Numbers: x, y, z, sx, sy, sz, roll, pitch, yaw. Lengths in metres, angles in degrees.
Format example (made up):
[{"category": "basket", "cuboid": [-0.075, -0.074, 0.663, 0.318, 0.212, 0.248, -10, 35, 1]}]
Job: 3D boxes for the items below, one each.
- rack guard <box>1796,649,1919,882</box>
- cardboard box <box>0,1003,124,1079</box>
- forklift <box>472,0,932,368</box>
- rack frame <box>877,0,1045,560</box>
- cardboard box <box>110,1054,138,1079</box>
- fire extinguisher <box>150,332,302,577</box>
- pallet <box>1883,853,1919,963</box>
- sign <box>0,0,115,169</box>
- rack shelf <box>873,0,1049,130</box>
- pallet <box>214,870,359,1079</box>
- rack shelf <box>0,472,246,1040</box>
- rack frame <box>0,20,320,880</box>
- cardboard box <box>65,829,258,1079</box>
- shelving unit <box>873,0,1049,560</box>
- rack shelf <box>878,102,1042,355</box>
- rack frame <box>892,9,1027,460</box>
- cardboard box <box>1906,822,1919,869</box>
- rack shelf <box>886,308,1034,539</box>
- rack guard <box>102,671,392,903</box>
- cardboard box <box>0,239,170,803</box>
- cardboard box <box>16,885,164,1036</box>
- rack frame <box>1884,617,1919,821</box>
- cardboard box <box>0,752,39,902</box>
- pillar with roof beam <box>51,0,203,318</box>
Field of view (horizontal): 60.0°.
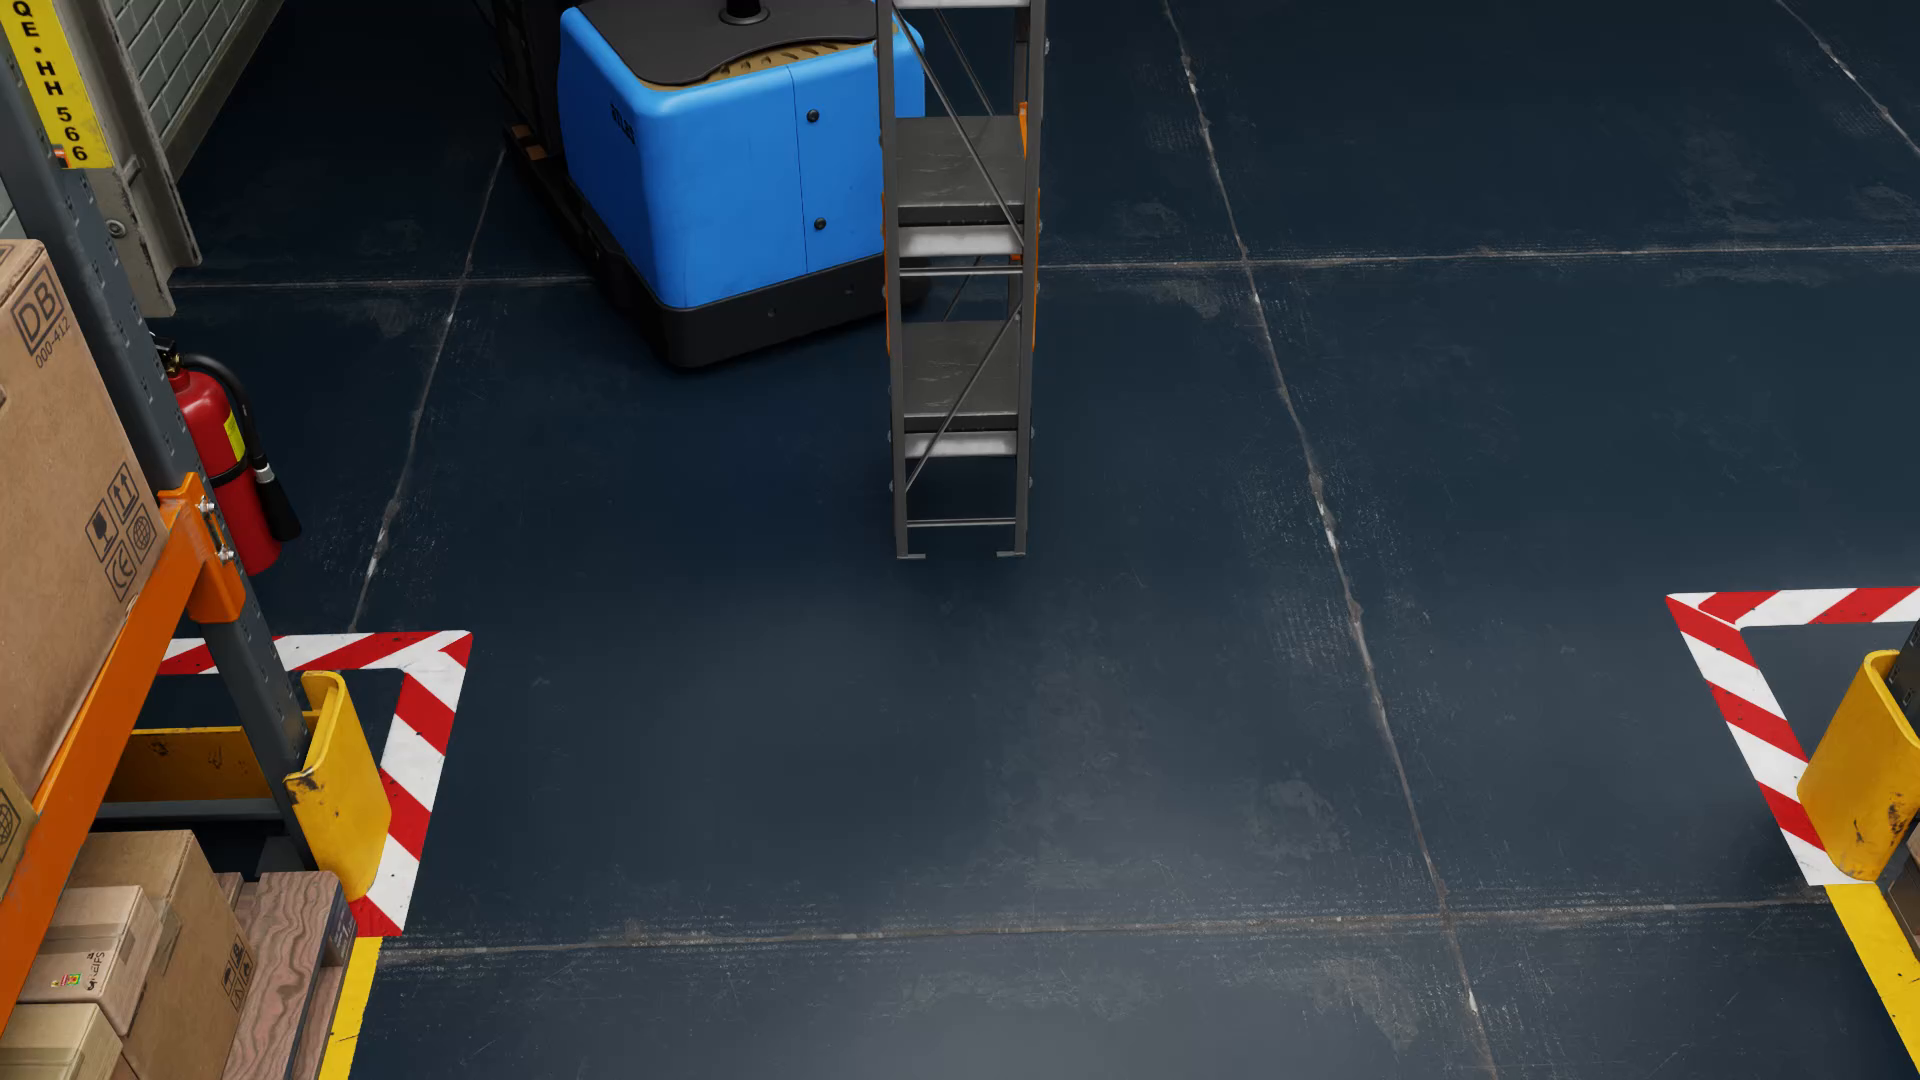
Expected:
[{"category": "rack guard", "cuboid": [2.853, 0.565, 4.263, 1.175, 0.500, 0.348, -2, 43, -2]}, {"category": "cardboard box", "cuboid": [-1.770, 0.988, 3.011, 0.380, 0.149, 0.250, -1, 43, -1]}, {"category": "forklift", "cuboid": [-1.249, -2.669, 5.993, 1.130, 2.935, 3.031, -20, 46, -21]}, {"category": "rack frame", "cuboid": [0.003, -0.721, 4.483, 0.400, 2.100, 0.015, -2, 43, -2]}, {"category": "cardboard box", "cuboid": [-1.948, 1.311, 3.139, 0.700, 0.500, 0.500, -2, 43, -2]}, {"category": "fire extinguisher", "cuboid": [-1.644, -0.212, 3.595, 0.296, 0.674, 0.183, -2, 43, -2]}, {"category": "pallet", "cuboid": [2.888, 1.210, 3.774, 1.003, 0.211, 1.213, -2, 43, -2]}, {"category": "sign", "cuboid": [-1.556, -0.783, 2.852, 0.100, 0.325, 0.005, -2, 43, -2]}, {"category": "rack shelf", "cuboid": [-0.007, -1.392, 4.199, 0.431, 0.518, 0.480, -2, 43, -2]}, {"category": "pallet", "cuboid": [-1.987, 1.303, 3.673, 1.003, 0.211, 1.213, -2, 43, -2]}, {"category": "rack shelf", "cuboid": [-2.014, 1.352, 2.087, 1.077, 0.370, 4.000, -2, 43, -2]}, {"category": "rack frame", "cuboid": [-2.099, -0.263, 3.317, 1.000, 3.000, 0.127, -2, 43, -2]}, {"category": "cardboard box", "cuboid": [-1.969, 0.973, 3.507, 0.700, 0.500, 0.500, -2, 43, -2]}, {"category": "shelving unit", "cuboid": [-0.007, -0.886, 4.662, 0.431, 2.100, 0.503, -2, 43, -2]}, {"category": "rack shelf", "cuboid": [-0.007, -0.876, 4.672, 0.431, 0.518, 0.480, -2, 43, -2]}, {"category": "rack frame", "cuboid": [-0.017, -1.051, 4.842, 0.400, 2.100, 0.015, -2, 43, -2]}, {"category": "cardboard box", "cuboid": [2.524, 0.774, 3.970, 0.380, 0.149, 0.250, -2, 43, -2]}, {"category": "rack shelf", "cuboid": [-0.007, -0.360, 5.145, 0.431, 0.518, 0.480, -2, 43, -2]}, {"category": "rack guard", "cuboid": [-2.100, 0.642, 4.179, 1.175, 0.500, 0.348, -2, 43, -2]}, {"category": "cardboard box", "cuboid": [-2.067, -0.029, 2.840, 0.980, 0.700, 0.700, 0, 43, 0]}, {"category": "cardboard box", "cuboid": [-1.782, 0.816, 3.199, 0.380, 0.149, 0.250, -2, 43, -2]}, {"category": "rack frame", "cuboid": [2.850, -0.408, 3.475, 1.000, 3.000, 0.127, -2, 43, -2]}, {"category": "cardboard box", "cuboid": [-2.025, 0.461, 2.305, 0.980, 0.700, 0.700, -2, 43, -2]}, {"category": "pillar with roof beam", "cuboid": [1.223, -4.396, 3.386, 9.100, 9.000, 0.400, -2, 43, -2]}]
